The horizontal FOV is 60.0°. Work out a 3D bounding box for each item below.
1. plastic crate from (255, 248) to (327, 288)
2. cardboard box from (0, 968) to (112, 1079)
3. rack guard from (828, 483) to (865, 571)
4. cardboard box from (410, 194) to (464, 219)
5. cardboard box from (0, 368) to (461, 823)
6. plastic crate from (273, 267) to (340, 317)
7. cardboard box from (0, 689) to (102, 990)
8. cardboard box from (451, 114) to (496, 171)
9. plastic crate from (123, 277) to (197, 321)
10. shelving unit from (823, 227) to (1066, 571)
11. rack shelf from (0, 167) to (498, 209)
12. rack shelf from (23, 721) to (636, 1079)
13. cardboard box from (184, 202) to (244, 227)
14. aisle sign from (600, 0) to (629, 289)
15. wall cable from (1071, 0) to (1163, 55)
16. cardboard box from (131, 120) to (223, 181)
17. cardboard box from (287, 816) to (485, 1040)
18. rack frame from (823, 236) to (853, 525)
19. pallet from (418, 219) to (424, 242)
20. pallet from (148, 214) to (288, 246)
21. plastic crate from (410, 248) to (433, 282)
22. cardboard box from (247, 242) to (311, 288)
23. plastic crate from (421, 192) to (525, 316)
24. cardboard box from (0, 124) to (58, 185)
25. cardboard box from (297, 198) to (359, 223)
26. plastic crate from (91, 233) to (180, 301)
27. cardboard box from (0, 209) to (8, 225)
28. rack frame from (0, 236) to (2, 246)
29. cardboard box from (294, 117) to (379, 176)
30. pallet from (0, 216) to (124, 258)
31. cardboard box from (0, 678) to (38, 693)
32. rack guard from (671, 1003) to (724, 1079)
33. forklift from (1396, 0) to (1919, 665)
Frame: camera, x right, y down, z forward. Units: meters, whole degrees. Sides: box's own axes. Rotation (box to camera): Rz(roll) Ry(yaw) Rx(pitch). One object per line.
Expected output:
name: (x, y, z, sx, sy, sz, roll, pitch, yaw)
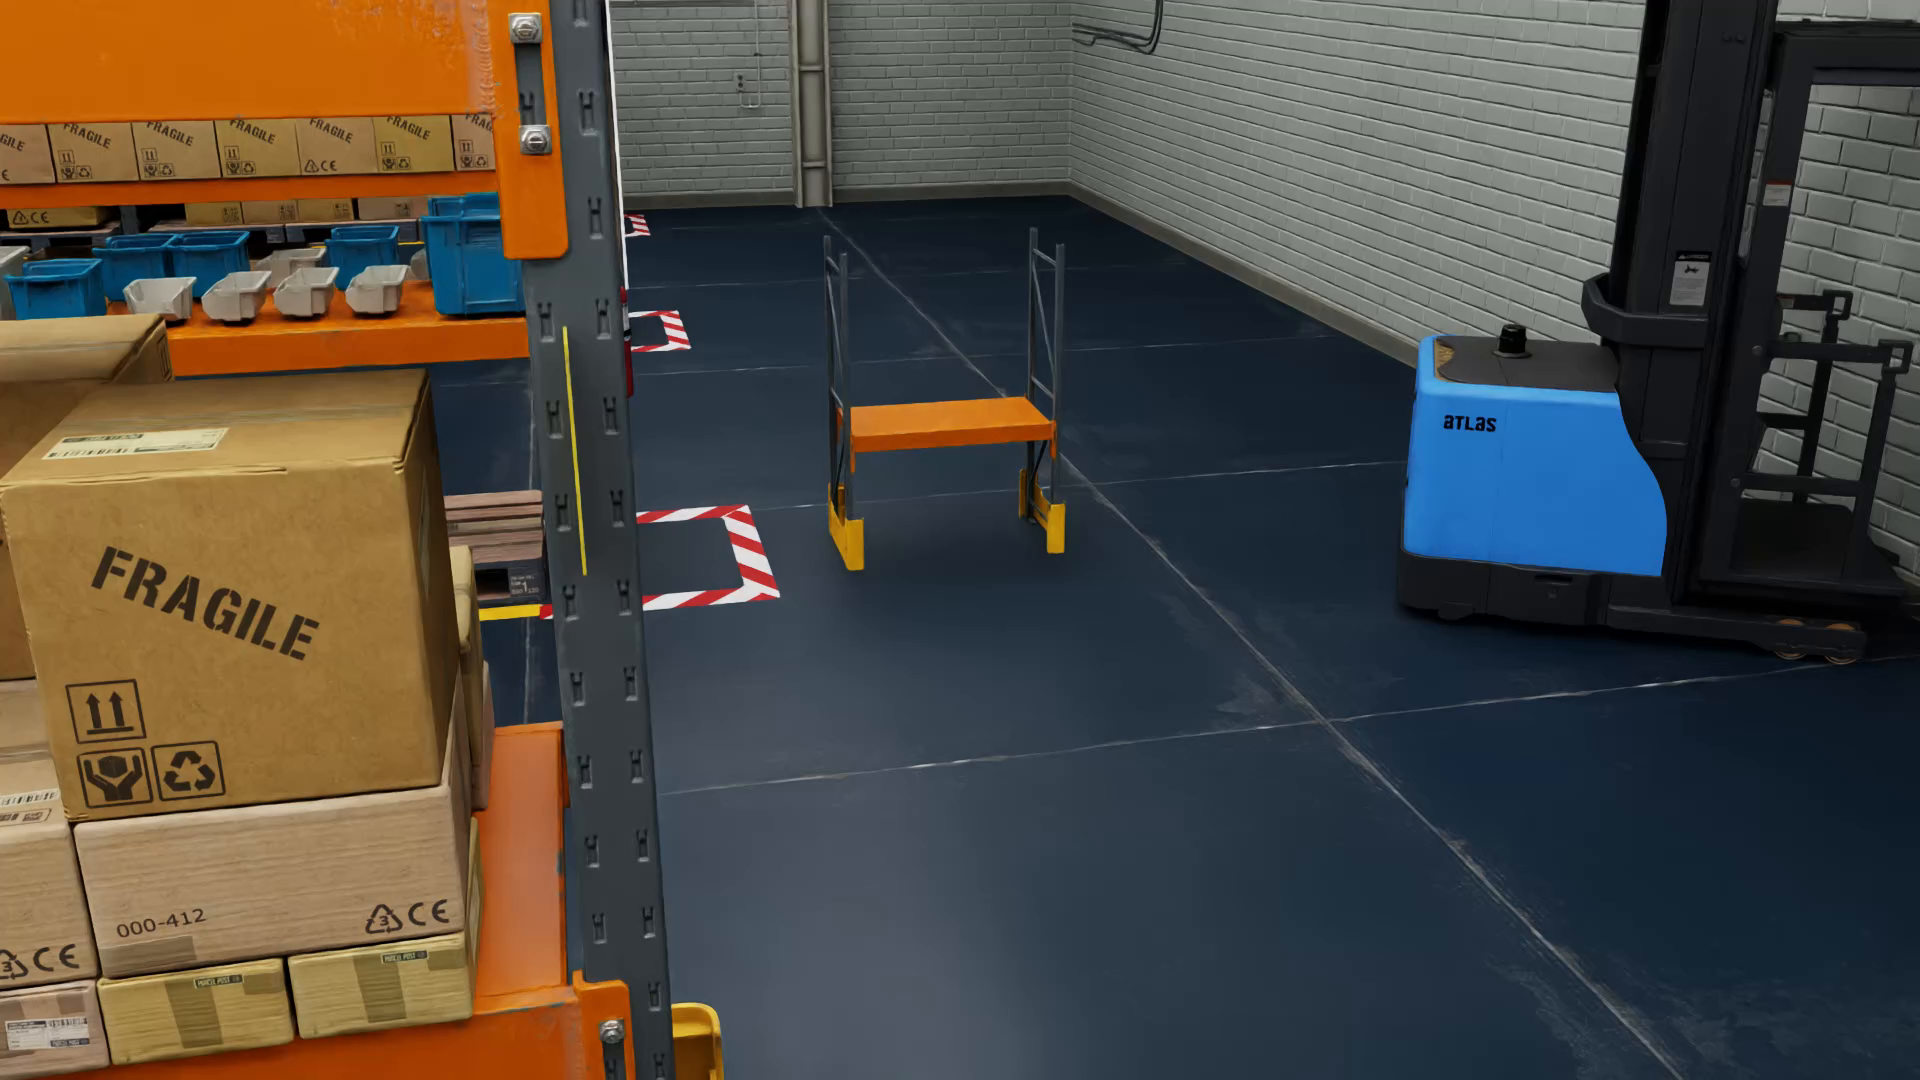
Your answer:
plastic crate: (-3.080, -1.249, 7.660, 0.298, 0.136, 0.250, -5, 21, -12)
cardboard box: (-1.402, 0.650, 2.546, 0.250, 0.149, 0.380, -5, 21, -12)
rack guard: (-0.559, -0.072, 8.148, 0.087, 0.250, 0.587, -5, 21, -12)
cardboard box: (-5.198, -3.517, 16.577, 0.500, 0.500, 0.700, -5, 21, -13)
cardboard box: (-1.047, 0.058, 2.492, 0.500, 0.500, 0.500, -4, 21, -12)
plastic crate: (-2.810, -1.067, 7.161, 0.243, 0.136, 0.396, -5, 21, -12)
cardboard box: (-1.537, 0.450, 2.510, 0.500, 0.250, 0.500, -5, 21, -13)
cardboard box: (-3.282, -2.884, 11.682, 0.500, 0.500, 0.500, -4, 20, -11)
plastic crate: (-3.359, -1.007, 6.998, 0.250, 0.136, 0.298, -5, 21, -12)
shelving unit: (-0.074, -0.698, 8.040, 1.083, 1.500, 0.587, -5, 21, -12)
rack shelf: (-4.855, -2.468, 11.736, 4.000, 0.370, 1.077, -5, 21, -12)
rack shelf: (-2.579, 0.849, 2.683, 4.000, 0.370, 1.077, -5, 21, -12)
cardboard box: (-7.194, -3.353, 16.132, 0.500, 0.500, 0.700, -4, 21, -12)
aisle sign: (-0.494, -0.773, 2.286, 0.004, 0.787, 0.394, -5, 21, -12)
wall cable: (1.534, -6.309, 16.968, 0.112, 2.526, 3.097, -5, 21, -12)
cardboard box: (-5.258, -2.724, 11.244, 0.500, 0.500, 0.500, -5, 21, -13)
cardboard box: (-0.904, 0.609, 2.657, 0.250, 0.149, 0.380, -4, 21, -11)
rack frame: (-0.578, -0.657, 7.928, 0.032, 1.500, 0.500, -5, 21, -12)
pallet: (-4.813, -3.223, 16.806, 1.213, 0.211, 1.003, -5, 21, -12)
pallet: (-7.187, -3.030, 16.278, 1.213, 0.211, 1.003, -5, 21, -12)
plastic crate: (-2.420, -1.303, 7.806, 0.298, 0.136, 0.250, -5, 21, -12)
cardboard box: (-4.974, -1.832, 11.945, 0.637, 0.503, 0.797, -5, 21, -12)
plastic crate: (-2.056, -1.261, 7.258, 0.499, 0.435, 0.616, -5, 21, -12)
cardboard box: (-6.243, -2.643, 11.024, 0.500, 0.500, 0.500, -4, 21, -11)
cardboard box: (-6.204, -3.432, 16.346, 0.500, 0.500, 0.700, -4, 21, -11)
plastic crate: (-3.662, -1.218, 7.434, 0.300, 0.233, 0.416, -5, 21, -12)
cardboard box: (-9.412, -3.327, 15.549, 0.750, 0.750, 0.750, -4, 20, -11)
rack frame: (-6.802, -2.647, 11.180, 0.127, 3.000, 1.000, -5, 21, -12)
cardboard box: (-4.273, -2.804, 11.464, 0.500, 0.500, 0.500, -4, 21, -12)
pallet: (-8.679, -2.909, 15.950, 1.213, 0.211, 1.003, -5, 21, -12)
cardboard box: (-1.667, 0.274, 2.991, 0.500, 0.250, 0.500, -5, 21, -13)
rack guard: (-0.610, 1.524, 3.427, 0.348, 0.500, 1.175, -5, 21, -12)
forklift: (3.513, -1.062, 6.952, 3.031, 2.935, 1.130, 5, 21, 14)
